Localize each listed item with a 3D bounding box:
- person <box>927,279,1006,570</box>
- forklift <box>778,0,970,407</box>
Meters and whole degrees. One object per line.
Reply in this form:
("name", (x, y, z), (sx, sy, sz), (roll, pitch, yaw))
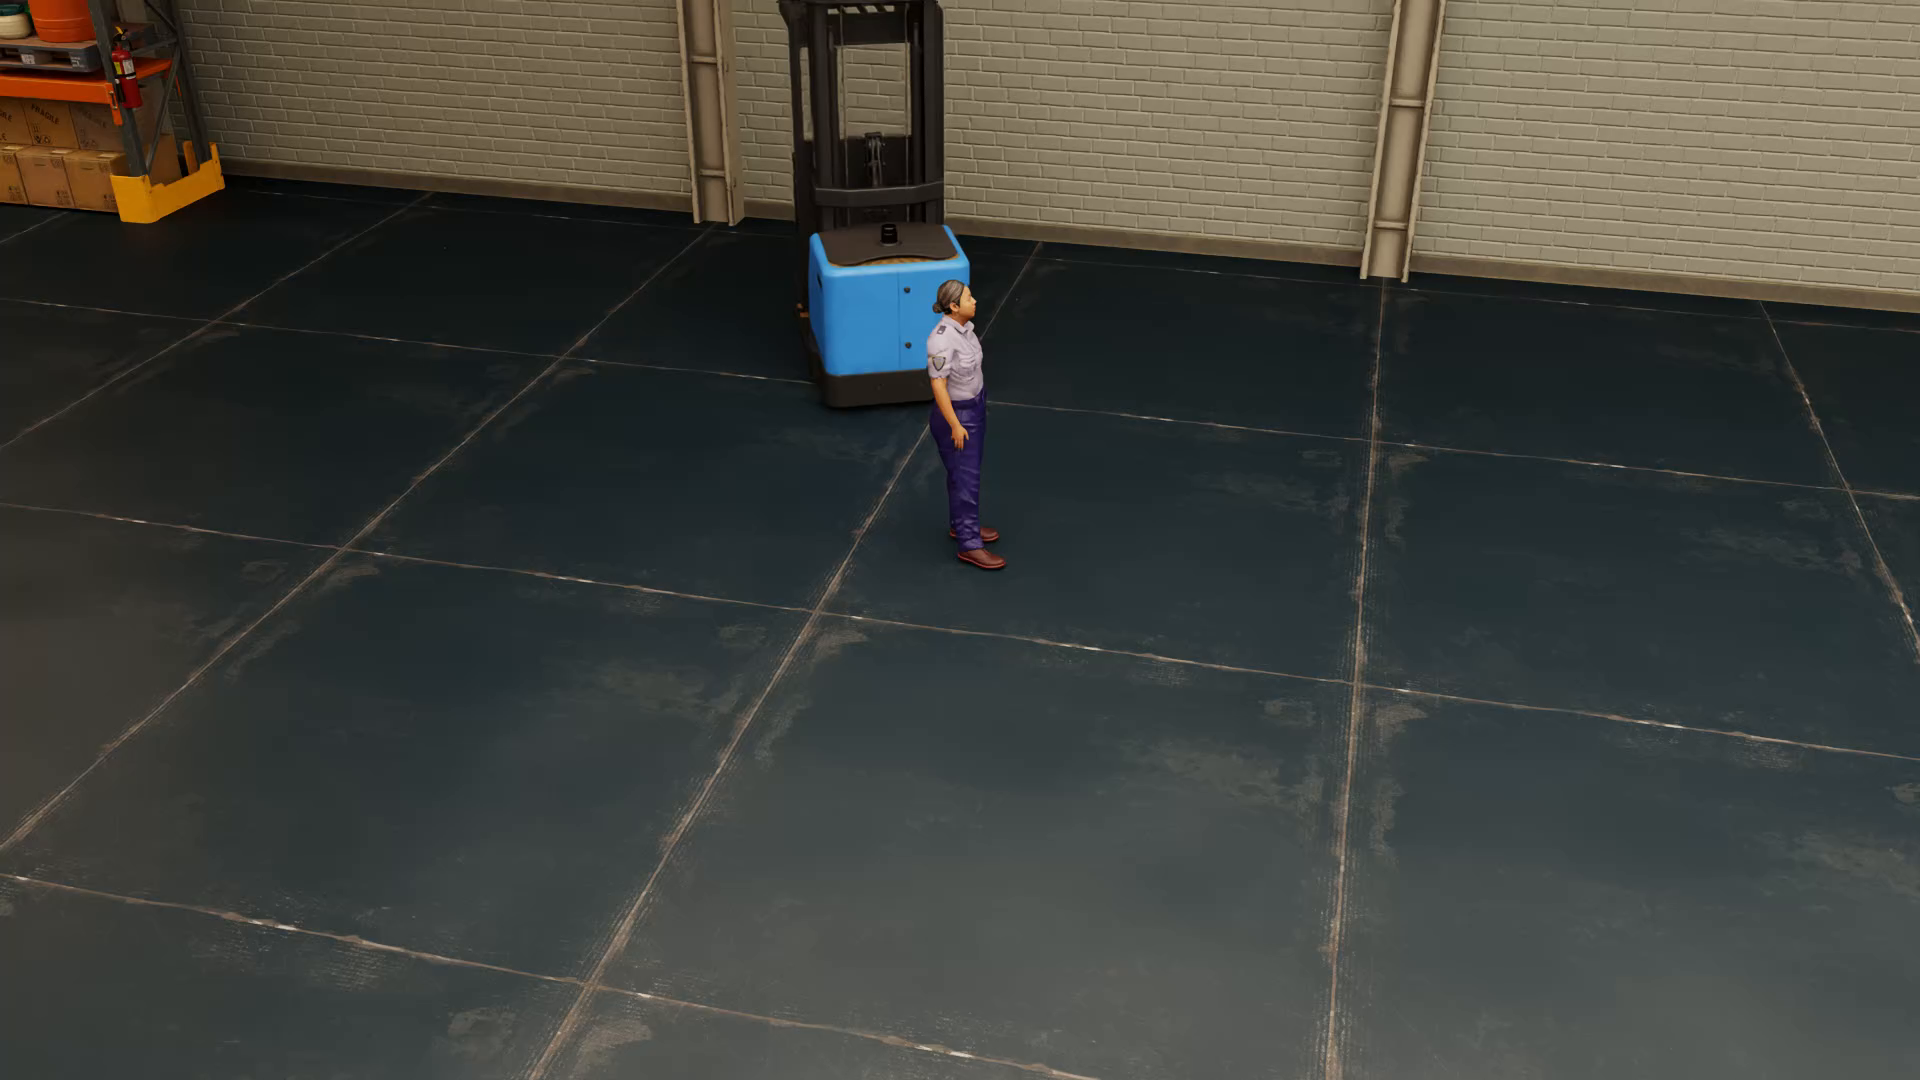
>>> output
("person", (0.081, -0.703, 9.695), (0.503, 1.651, 0.598), (7, 30, 12))
("forklift", (-0.706, -2.913, 12.312), (1.130, 2.935, 3.031), (-6, 30, -10))
